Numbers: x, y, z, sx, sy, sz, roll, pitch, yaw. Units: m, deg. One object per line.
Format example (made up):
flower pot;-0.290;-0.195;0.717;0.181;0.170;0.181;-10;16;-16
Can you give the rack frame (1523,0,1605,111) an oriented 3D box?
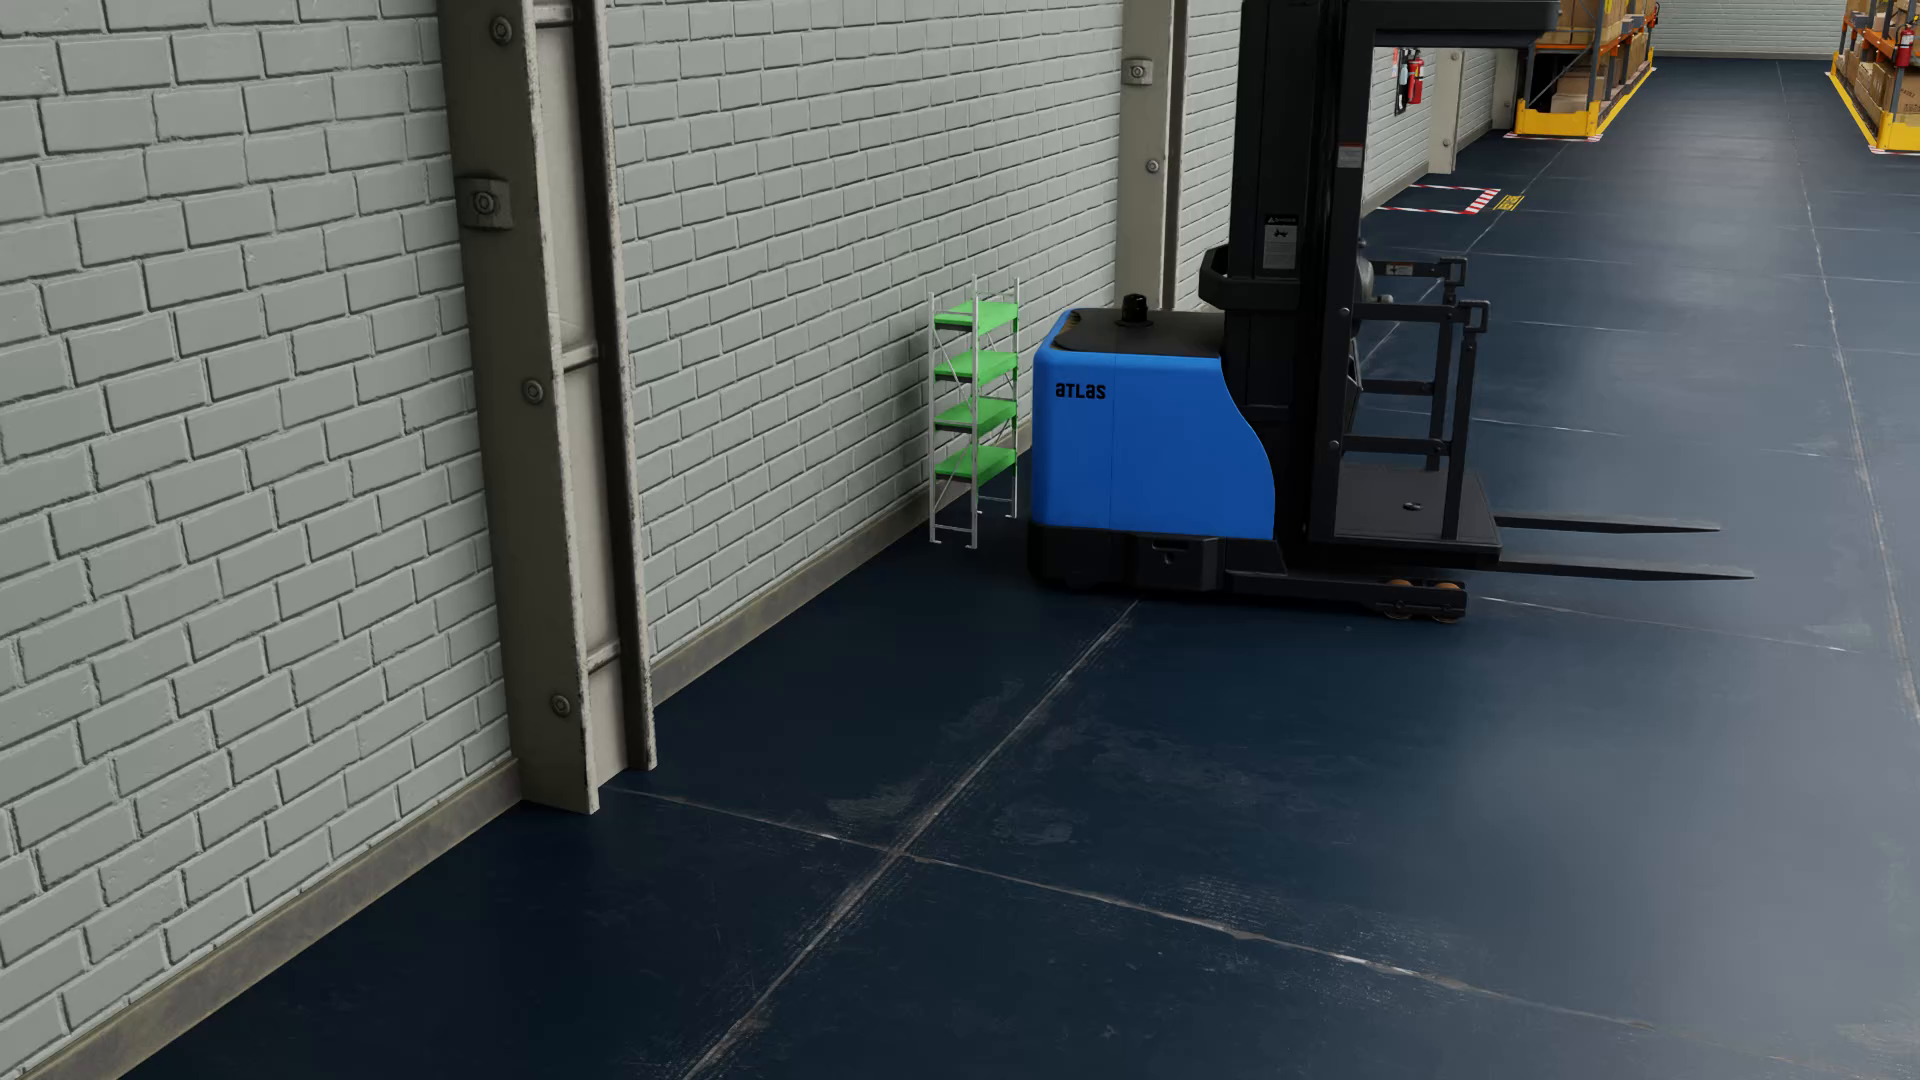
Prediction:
rack frame;9.061;-7.599;24.860;1.000;3.000;0.127;9;21;23

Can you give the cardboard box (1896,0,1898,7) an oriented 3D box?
cardboard box;14.933;-8.441;26.109;0.380;0.149;0.250;9;21;23

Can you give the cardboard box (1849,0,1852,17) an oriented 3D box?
cardboard box;19.091;-11.295;35.104;0.500;0.500;0.500;9;21;23

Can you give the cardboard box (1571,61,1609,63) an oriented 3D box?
cardboard box;11.595;-8.550;30.607;0.700;0.500;0.500;8;21;22

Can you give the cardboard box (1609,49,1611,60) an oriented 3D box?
cardboard box;11.799;-9.035;30.851;0.500;0.250;0.500;9;21;24

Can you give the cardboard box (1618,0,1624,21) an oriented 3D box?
cardboard box;10.588;-8.774;27.238;0.500;0.500;0.500;8;21;22

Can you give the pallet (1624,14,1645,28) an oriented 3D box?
pallet;12.142;-9.722;31.115;1.213;0.211;1.003;9;21;23

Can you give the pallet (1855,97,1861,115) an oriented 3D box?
pallet;15.984;-7.434;28.558;1.003;0.211;1.213;9;21;23

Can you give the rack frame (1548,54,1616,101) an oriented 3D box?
rack frame;10.699;-8.822;28.298;1.000;3.000;0.127;9;21;23

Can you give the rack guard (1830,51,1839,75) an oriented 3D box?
rack guard;20.102;-10.611;37.059;1.175;0.500;0.348;9;21;23

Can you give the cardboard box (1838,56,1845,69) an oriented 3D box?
cardboard box;19.243;-10.291;35.875;0.500;0.250;0.500;9;21;23

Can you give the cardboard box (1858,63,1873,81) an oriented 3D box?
cardboard box;16.168;-8.251;29.333;0.500;0.311;0.500;8;21;21

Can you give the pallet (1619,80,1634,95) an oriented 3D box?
pallet;12.728;-8.962;32.853;1.003;0.211;1.213;9;21;23

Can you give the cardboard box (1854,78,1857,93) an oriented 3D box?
cardboard box;16.375;-8.149;29.882;0.500;0.250;0.500;8;21;23

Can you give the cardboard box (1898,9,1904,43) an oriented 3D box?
cardboard box;14.834;-7.892;25.534;0.700;0.500;0.500;8;21;22

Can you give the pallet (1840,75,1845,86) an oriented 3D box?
pallet;18.778;-9.485;34.324;1.003;0.211;1.213;9;21;23

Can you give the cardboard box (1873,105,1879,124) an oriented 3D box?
cardboard box;13.929;-6.335;24.782;0.500;0.250;0.500;9;21;23

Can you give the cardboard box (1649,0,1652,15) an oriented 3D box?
cardboard box;14.805;-12.019;36.839;0.980;0.700;0.700;7;21;20

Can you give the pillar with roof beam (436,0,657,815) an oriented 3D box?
pillar with roof beam;2.658;-2.831;2.500;9.100;9.000;0.400;9;21;23

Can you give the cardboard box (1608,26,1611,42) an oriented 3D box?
cardboard box;9.750;-7.804;25.631;0.500;0.250;0.500;8;21;21

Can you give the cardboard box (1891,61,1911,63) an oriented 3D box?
cardboard box;17.305;-8.496;30.455;0.500;0.500;0.500;10;22;25

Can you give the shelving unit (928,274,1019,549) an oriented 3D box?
shelving unit;0.068;-0.616;7.910;0.258;1.200;0.503;9;21;23

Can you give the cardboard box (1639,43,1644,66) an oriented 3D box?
cardboard box;14.796;-10.812;36.998;0.700;0.500;0.500;9;22;24

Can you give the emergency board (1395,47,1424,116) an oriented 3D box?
emergency board;5.055;-5.348;18.529;0.194;1.169;0.643;9;21;23

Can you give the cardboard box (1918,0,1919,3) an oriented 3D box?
cardboard box;13.806;-7.736;23.160;0.700;0.500;0.500;9;21;23

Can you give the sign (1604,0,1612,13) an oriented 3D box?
sign;9.556;-7.933;24.506;0.100;0.325;0.005;9;21;23

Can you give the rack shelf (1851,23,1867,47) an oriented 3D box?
rack shelf;17.677;-9.639;31.668;1.077;0.370;4.000;9;21;23

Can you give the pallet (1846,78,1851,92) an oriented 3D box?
pallet;18.197;-9.021;33.021;1.003;0.211;1.213;9;21;23

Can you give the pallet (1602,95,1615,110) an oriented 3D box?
pallet;11.016;-7.746;29.436;1.003;0.211;1.213;9;21;23

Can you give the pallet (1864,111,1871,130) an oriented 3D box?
pallet;14.856;-6.592;26.190;1.003;0.211;1.213;9;21;23

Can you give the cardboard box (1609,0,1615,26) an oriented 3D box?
cardboard box;9.742;-8.146;25.472;0.500;0.500;0.500;9;21;23

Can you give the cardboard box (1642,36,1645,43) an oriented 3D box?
cardboard box;14.895;-11.047;36.691;0.380;0.149;0.250;8;21;21

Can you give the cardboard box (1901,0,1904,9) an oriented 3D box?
cardboard box;14.516;-8.128;25.230;0.380;0.149;0.250;8;21;21

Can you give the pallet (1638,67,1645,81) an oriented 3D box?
pallet;14.358;-10.175;36.266;1.003;0.211;1.213;9;21;23

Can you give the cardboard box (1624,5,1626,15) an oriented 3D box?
cardboard box;11.949;-9.980;30.748;0.700;0.500;0.500;6;21;18

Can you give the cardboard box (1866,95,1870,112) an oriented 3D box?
cardboard box;14.753;-6.946;26.499;0.500;0.250;0.500;9;21;23

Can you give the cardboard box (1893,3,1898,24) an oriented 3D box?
cardboard box;15.970;-8.737;27.911;0.500;0.500;0.500;9;21;23

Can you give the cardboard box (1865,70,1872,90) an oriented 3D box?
cardboard box;15.331;-7.633;27.595;0.500;0.311;0.500;9;22;24

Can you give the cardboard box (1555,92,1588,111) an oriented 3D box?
cardboard box;9.660;-6.913;26.287;0.500;0.311;0.500;11;22;27

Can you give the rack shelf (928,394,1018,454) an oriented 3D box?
rack shelf;0.068;-0.556;7.931;0.258;0.148;0.480;9;21;23

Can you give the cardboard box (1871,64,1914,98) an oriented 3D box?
cardboard box;14.547;-7.146;25.945;0.500;0.500;0.500;9;21;23

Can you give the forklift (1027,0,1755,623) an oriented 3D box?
forklift;1.867;-1.226;7.043;3.031;2.935;1.130;4;20;11

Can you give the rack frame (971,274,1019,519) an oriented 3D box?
rack frame;0.168;-0.691;8.120;0.240;1.200;0.015;9;21;23

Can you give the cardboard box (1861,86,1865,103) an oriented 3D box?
cardboard box;15.543;-7.523;28.123;0.500;0.250;0.500;9;21;24

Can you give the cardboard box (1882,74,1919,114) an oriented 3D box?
cardboard box;13.530;-6.381;23.793;0.500;0.500;0.500;9;21;23

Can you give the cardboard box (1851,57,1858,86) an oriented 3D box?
cardboard box;17.239;-8.872;31.513;0.500;0.500;0.500;8;21;21

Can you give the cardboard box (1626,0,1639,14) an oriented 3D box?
cardboard box;12.769;-10.355;31.986;0.500;0.500;0.500;9;22;24

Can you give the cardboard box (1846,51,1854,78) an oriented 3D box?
cardboard box;18.075;-9.504;33.290;0.500;0.500;0.500;8;21;20

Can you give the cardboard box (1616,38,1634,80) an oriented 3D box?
cardboard box;12.758;-9.437;32.608;0.750;0.750;0.750;8;21;22

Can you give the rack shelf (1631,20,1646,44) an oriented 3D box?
rack shelf;13.156;-10.317;33.576;1.077;0.370;4.000;9;21;23

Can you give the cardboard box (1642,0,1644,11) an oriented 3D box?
cardboard box;13.602;-10.979;33.740;0.500;0.500;0.500;9;21;23

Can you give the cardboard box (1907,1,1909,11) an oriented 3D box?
cardboard box;14.093;-7.812;24.342;0.380;0.149;0.250;9;22;24

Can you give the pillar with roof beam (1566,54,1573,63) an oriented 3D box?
pillar with roof beam;17.400;-13.836;33.444;9.100;9.000;0.400;9;21;23

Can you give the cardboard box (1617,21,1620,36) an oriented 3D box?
cardboard box;10.570;-8.423;27.371;0.500;0.250;0.500;9;21;23
